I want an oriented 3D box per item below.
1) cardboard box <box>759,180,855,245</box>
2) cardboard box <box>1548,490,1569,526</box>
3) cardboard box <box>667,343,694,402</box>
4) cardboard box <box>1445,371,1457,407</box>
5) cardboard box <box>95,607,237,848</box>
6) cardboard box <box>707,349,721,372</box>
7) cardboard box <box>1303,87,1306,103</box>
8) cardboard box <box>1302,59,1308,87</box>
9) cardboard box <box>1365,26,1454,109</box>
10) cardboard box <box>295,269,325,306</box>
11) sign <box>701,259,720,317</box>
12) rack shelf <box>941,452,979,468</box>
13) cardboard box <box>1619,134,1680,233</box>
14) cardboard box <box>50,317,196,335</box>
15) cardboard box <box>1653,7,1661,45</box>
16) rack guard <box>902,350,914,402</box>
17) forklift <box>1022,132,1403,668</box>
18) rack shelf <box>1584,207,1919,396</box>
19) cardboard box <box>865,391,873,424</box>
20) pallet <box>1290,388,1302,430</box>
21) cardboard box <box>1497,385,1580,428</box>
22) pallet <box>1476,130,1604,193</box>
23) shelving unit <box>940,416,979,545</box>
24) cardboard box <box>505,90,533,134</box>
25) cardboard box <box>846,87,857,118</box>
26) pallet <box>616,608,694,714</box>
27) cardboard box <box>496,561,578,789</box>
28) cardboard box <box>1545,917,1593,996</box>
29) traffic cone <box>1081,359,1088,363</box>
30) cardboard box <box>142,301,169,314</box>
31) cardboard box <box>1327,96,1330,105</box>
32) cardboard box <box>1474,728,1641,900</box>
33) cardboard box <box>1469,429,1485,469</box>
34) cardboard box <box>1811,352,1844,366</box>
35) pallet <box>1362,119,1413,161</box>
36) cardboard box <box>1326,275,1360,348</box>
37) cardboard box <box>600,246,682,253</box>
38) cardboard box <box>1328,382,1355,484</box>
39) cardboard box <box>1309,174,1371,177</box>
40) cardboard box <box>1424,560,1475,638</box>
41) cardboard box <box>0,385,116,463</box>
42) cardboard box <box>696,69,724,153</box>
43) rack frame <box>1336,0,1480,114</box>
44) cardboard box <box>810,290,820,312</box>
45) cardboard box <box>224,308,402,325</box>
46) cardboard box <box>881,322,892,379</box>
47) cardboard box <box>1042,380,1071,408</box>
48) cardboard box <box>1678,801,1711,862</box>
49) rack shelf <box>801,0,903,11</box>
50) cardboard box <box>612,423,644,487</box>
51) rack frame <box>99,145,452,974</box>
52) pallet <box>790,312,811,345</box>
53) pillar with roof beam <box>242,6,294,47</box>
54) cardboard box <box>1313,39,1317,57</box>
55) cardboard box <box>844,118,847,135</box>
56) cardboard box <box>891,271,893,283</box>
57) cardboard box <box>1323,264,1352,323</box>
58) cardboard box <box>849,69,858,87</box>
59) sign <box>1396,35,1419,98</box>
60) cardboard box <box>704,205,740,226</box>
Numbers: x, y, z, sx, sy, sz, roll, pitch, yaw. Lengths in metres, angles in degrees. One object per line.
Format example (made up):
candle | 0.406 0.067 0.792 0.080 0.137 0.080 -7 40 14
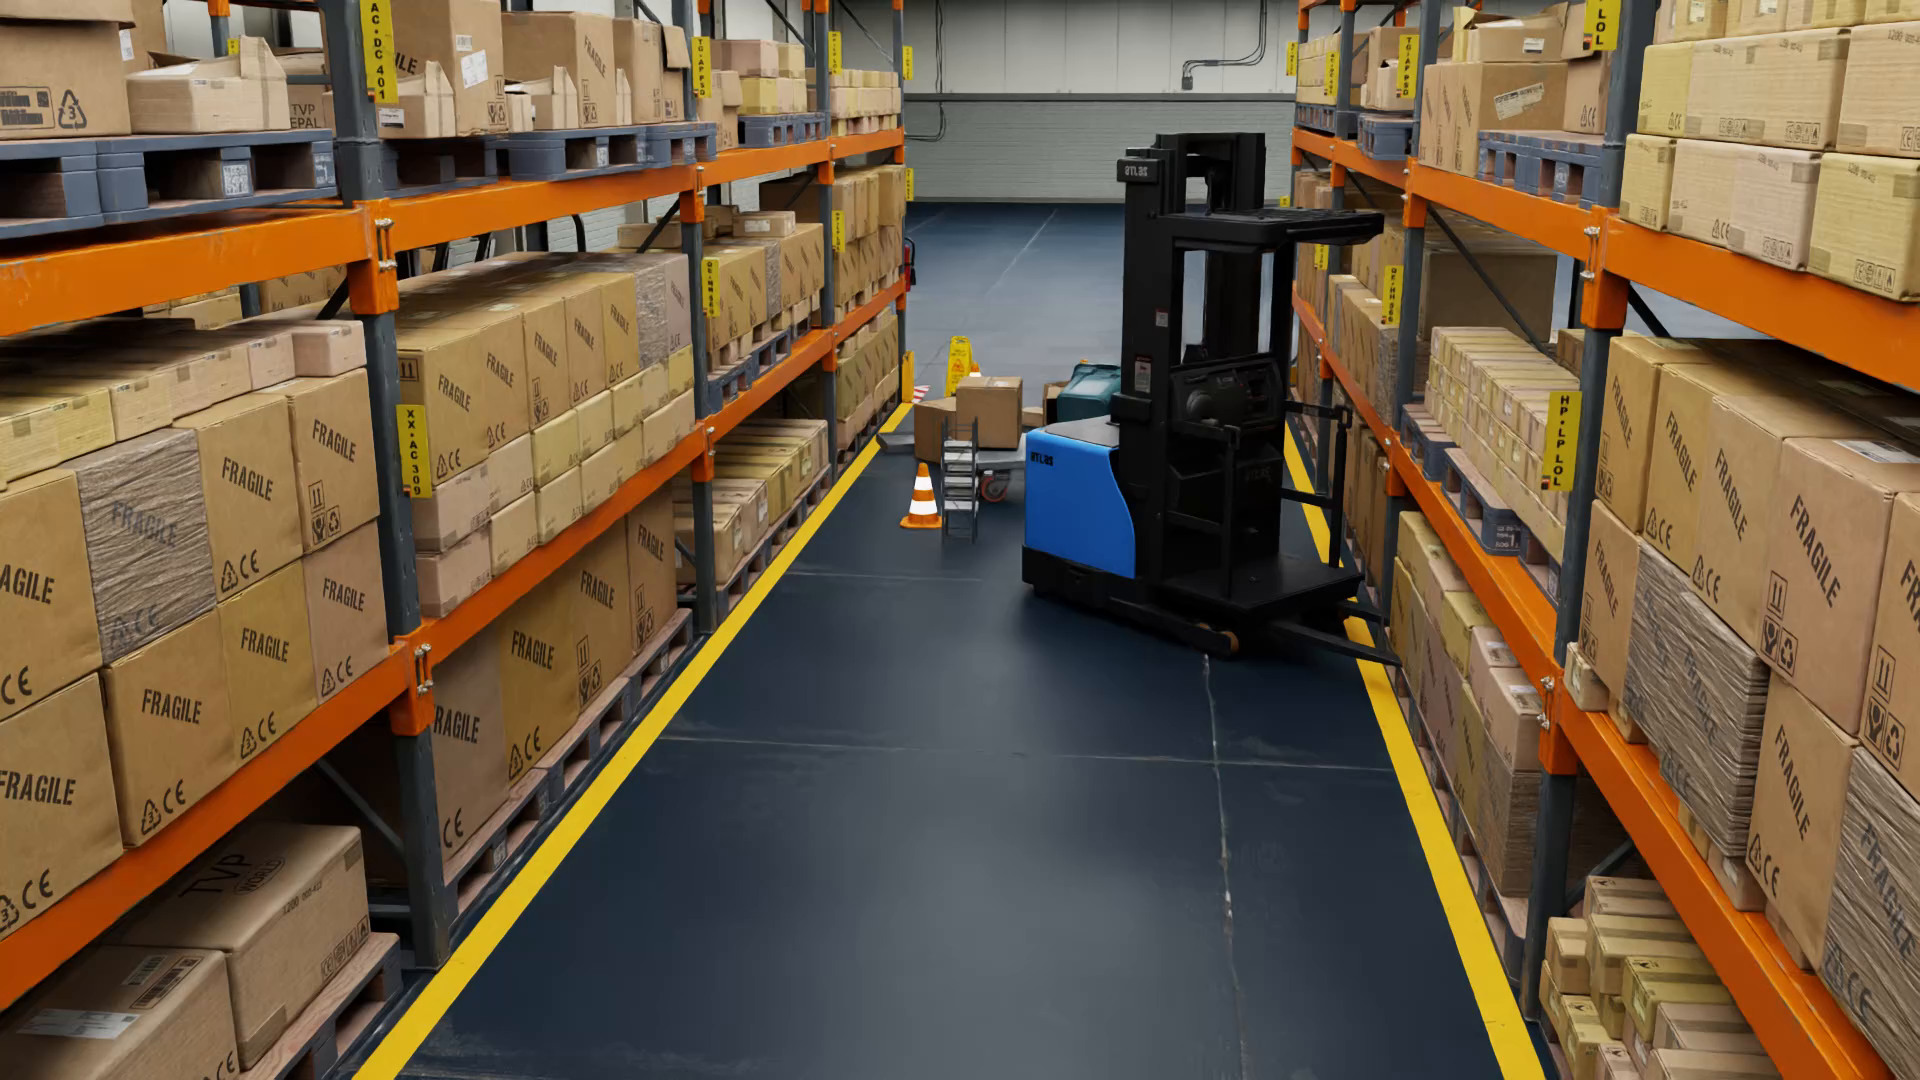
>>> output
cardboard box | -1.265 -2.722 13.804 0.700 0.500 0.500 2 15 6
cardboard box | 2.374 -0.147 6.067 0.380 0.149 0.250 2 15 7
cardboard box | -1.784 -0.938 9.213 0.500 0.250 0.500 2 15 6
cardboard box | 2.639 -0.748 8.289 0.380 0.149 0.250 1 15 5
cardboard box | -2.326 0.480 4.451 0.500 0.500 0.500 1 15 5
cardboard box | -1.695 -1.135 10.288 0.380 0.149 0.250 1 15 3
cardboard box | 3.408 -4.159 15.534 0.380 0.149 0.250 2 15 7
cardboard box | 3.485 -4.378 15.581 0.500 0.250 0.500 2 15 6
cardboard box | 2.866 -2.989 10.534 0.500 0.500 0.500 2 15 6
cardboard box | -6.111 -2.376 15.010 0.500 0.500 0.500 2 15 7
sign | -1.430 -1.445 9.543 0.100 0.325 0.005 2 15 6
rack shelf | -0.001 -0.574 11.999 0.258 0.077 0.200 2 15 6
cardboard box | 2.182 -1.008 4.685 0.500 0.250 0.500 2 15 9
cardboard box | -2.727 -0.634 5.412 0.380 0.149 0.250 1 15 5
cardboard box | 2.649 -1.539 5.364 0.700 0.500 0.500 2 15 6
rack guard | -1.088 -1.750 17.678 1.175 0.500 0.348 2 15 6
forklift | 1.735 -0.871 9.770 1.130 2.935 3.031 -12 19 -38
rack shelf | 2.271 -0.327 3.256 1.077 0.370 4.000 2 15 6
cardboard box | -1.089 -1.236 15.451 0.500 0.250 0.500 1 15 6
pallet | 3.838 -1.301 16.571 1.003 0.211 1.213 2 15 6
cardboard box | 2.496 -0.561 7.029 0.380 0.149 0.250 1 15 4
pallet | 2.786 -1.528 6.681 1.213 0.211 1.003 2 15 6
shelving unit | -0.001 -0.432 12.037 0.258 0.900 0.210 2 15 6
cardboard box | -1.943 -1.720 6.674 0.380 0.166 0.250 1 15 2
cardboard box | -1.160 -3.699 14.065 0.500 0.250 0.500 2 15 6
pallet | -2.146 0.646 9.367 1.003 0.211 1.213 2 15 6
cardboard box | -2.348 0.561 7.608 0.875 0.875 0.875 2 15 8
cardboard box | 2.138 1.370 5.438 0.380 0.149 0.250 2 15 9
traffic cone | 1.295 -1.658 17.408 0.336 0.463 0.334 2 15 6
cardboard box | -6.379 -1.853 12.596 0.500 0.250 0.500 2 15 7
cardboard box | 3.151 -3.567 13.345 0.380 0.149 0.250 2 15 7
cardboard box | 2.330 1.060 6.481 0.500 0.500 0.500 1 15 5
cardboard box | 2.549 -0.410 7.608 0.380 0.149 0.250 2 15 7
cardboard box | 2.712 -0.290 4.809 0.500 0.500 0.500 1 15 4
pallet | 2.968 -2.308 9.565 1.213 0.211 1.003 2 15 9
cardboard box | 3.073 -1.740 12.657 0.500 0.500 0.500 2 15 7
cardboard box | -2.104 -1.688 11.092 0.500 0.500 0.500 1 15 2
cardboard box | 3.419 -0.773 12.779 1.050 0.750 0.750 2 15 6
cardboard box | 3.800 -3.210 15.932 0.875 0.550 0.550 2 15 6
cardboard box | 2.504 0.291 7.888 0.500 0.250 0.500 2 15 7
cardboard box | -2.359 -0.290 4.137 0.380 0.149 0.250 1 15 5
cardboard box | -1.865 -2.644 10.254 0.700 0.500 0.500 2 15 6
rack frame | 3.399 -4.716 12.362 1.000 3.000 0.127 2 15 6
cardboard box | -1.314 -1.879 13.042 0.380 0.149 0.250 2 15 7
cardboard box | -2.581 -0.653 6.724 0.500 0.500 0.500 2 15 7
cardboard box | -0.966 -1.863 16.333 0.500 0.500 0.500 2 15 8
cardboard box | 1.238 -1.242 15.790 0.797 0.503 0.637 -10 18 -32
cardboard box | 2.076 0.714 4.257 0.380 0.149 0.250 2 15 7
rack shelf | -1.305 -5.005 14.817 1.077 0.370 4.000 2 15 6
cardboard box | -1.896 -0.428 8.284 0.500 0.250 0.500 2 15 6
rack frame | -2.433 0.136 5.914 1.000 3.000 0.127 2 15 6
pallet | -1.761 -1.653 12.895 1.003 0.211 1.213 2 15 6
pillar with roof beam | -2.708 -5.737 16.140 9.100 9.000 0.400 2 15 6
cardboard box | 3.324 -4.347 14.701 0.380 0.149 0.250 2 15 7
cardboard box | -1.181 -3.537 14.232 0.380 0.149 0.250 2 15 8
cardboard box | -0.877 -2.617 16.576 0.380 0.149 0.250 1 15 5
cardboard box | 3.429 -1.988 13.481 0.875 0.550 0.550 2 15 6
cardboard box | -1.075 -3.927 14.145 0.380 0.149 0.250 2 15 6
sign | 2.397 -2.537 8.908 0.100 0.325 0.005 2 15 6
cardboard box | -1.935 -2.535 12.984 0.380 0.149 0.250 2 15 6
